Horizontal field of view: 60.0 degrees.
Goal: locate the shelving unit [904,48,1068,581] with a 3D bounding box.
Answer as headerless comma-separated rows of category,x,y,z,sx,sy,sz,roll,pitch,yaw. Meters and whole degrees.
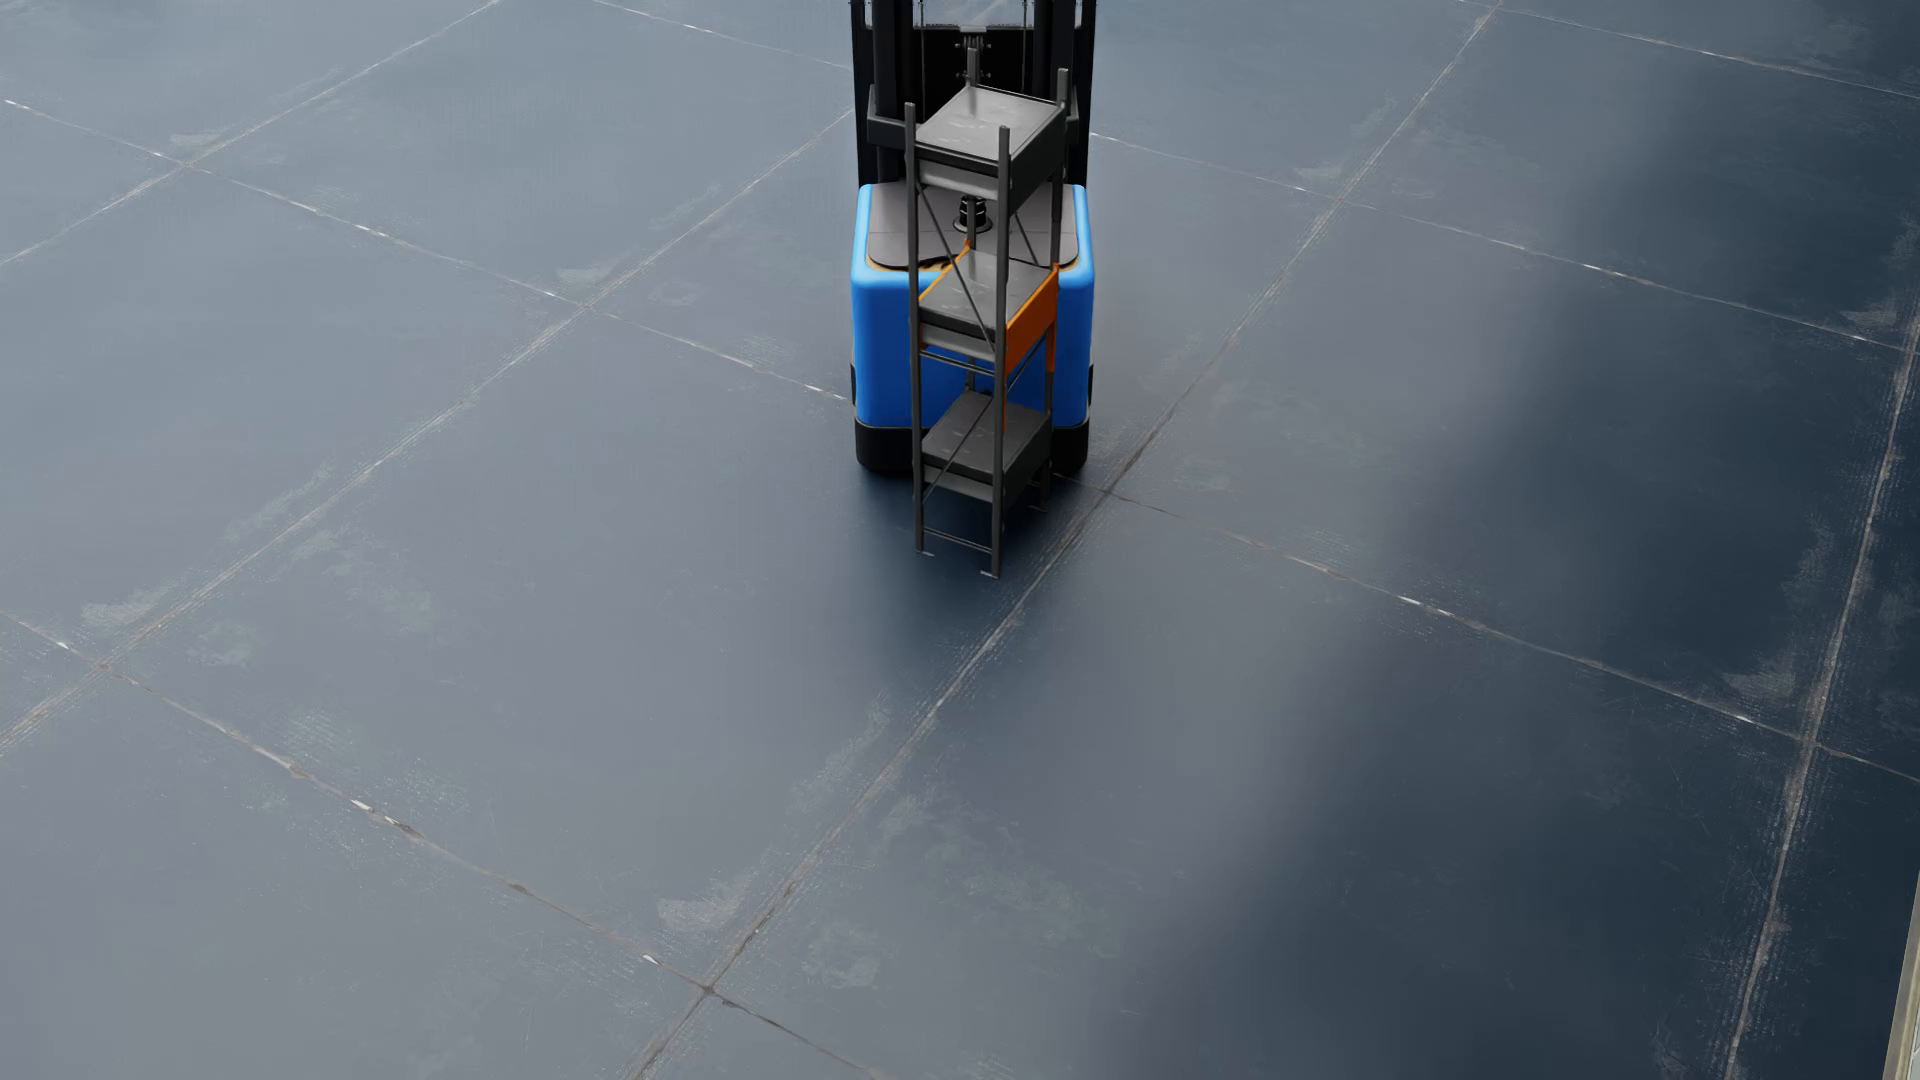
shelving unit,0.099,-0.822,6.595,0.431,2.100,0.503,19,45,20

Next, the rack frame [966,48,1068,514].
rack frame,0.209,-0.966,6.758,0.400,2.100,0.015,19,45,20

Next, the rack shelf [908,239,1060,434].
rack shelf,0.099,-0.812,6.604,0.431,0.518,0.480,19,45,20

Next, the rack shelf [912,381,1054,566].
rack shelf,0.099,-0.286,7.066,0.431,0.518,0.480,19,45,20

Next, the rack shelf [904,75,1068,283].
rack shelf,0.099,-1.337,6.141,0.431,0.518,0.480,19,45,20

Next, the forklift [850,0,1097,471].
forklift,0.060,-2.359,7.711,1.130,2.935,3.031,0,41,0

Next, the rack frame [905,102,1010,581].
rack frame,-0.012,-0.678,6.431,0.400,2.100,0.015,19,45,20
